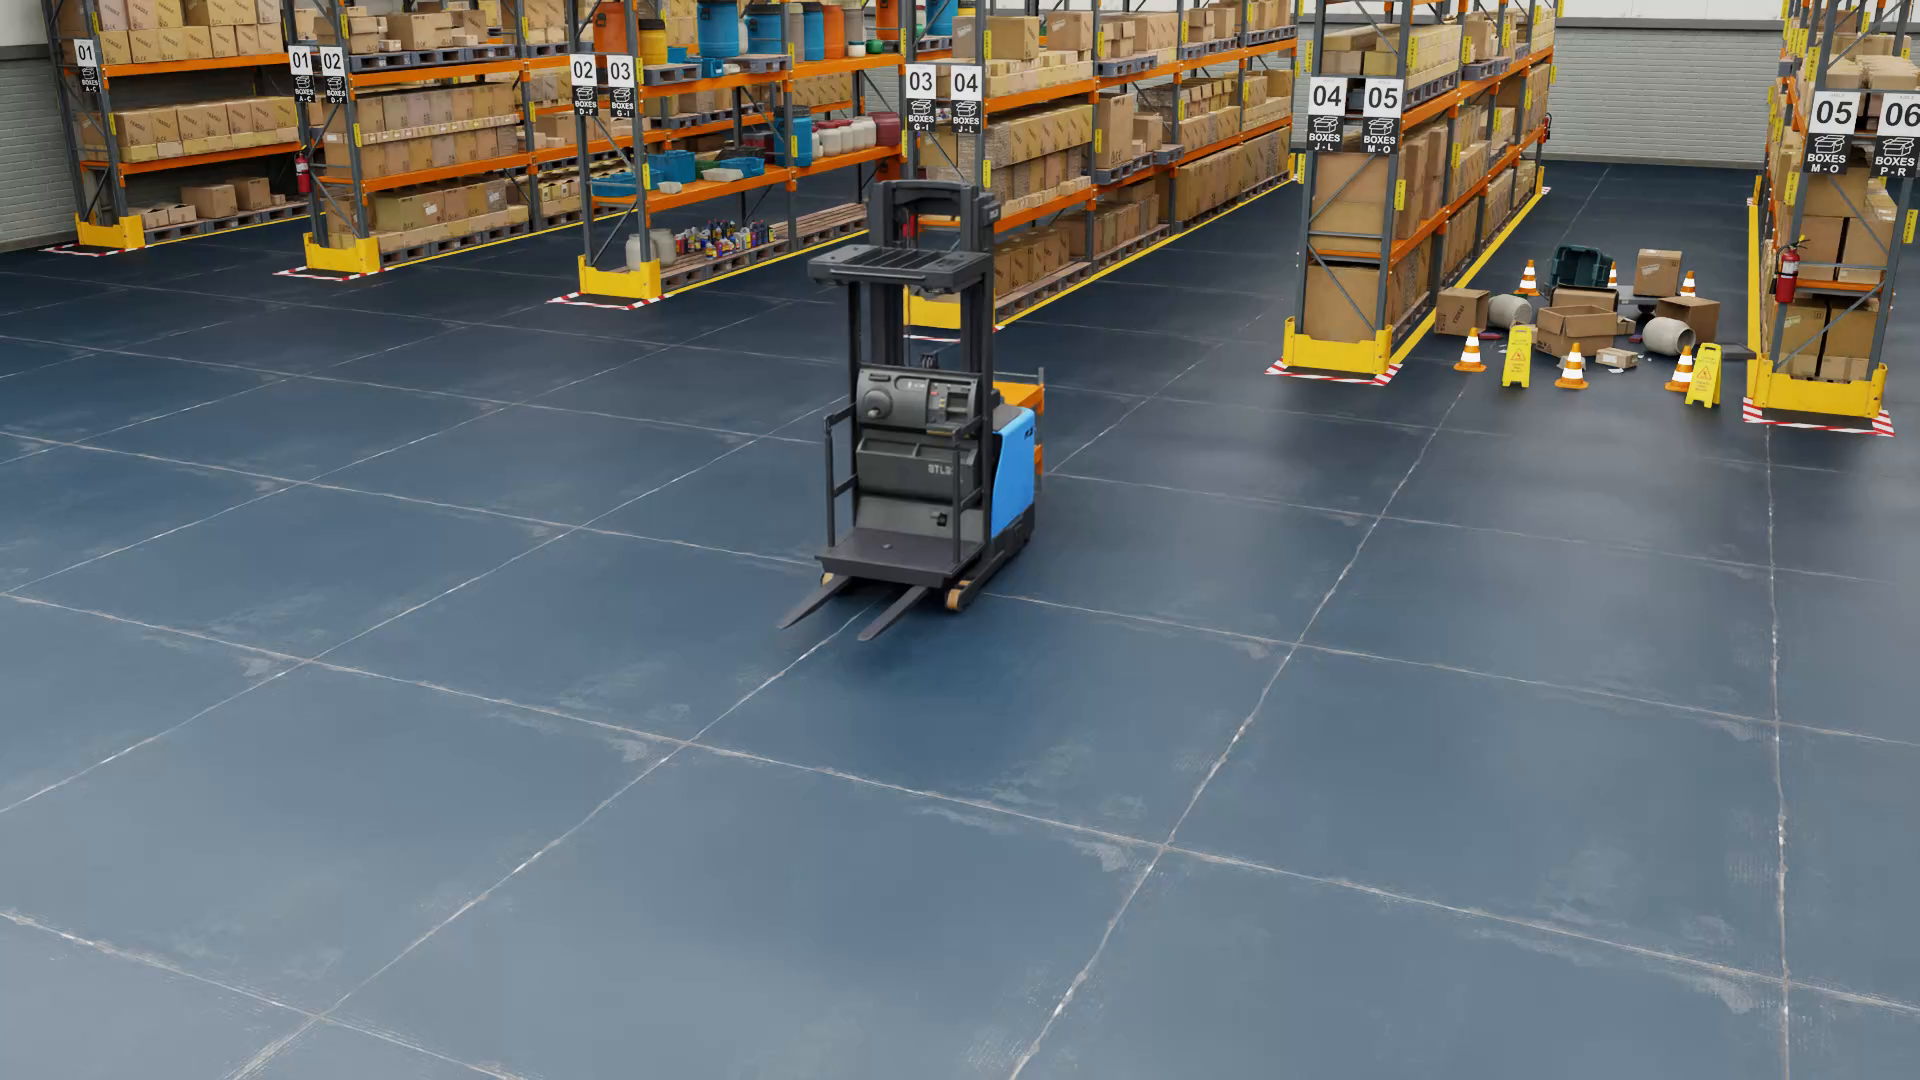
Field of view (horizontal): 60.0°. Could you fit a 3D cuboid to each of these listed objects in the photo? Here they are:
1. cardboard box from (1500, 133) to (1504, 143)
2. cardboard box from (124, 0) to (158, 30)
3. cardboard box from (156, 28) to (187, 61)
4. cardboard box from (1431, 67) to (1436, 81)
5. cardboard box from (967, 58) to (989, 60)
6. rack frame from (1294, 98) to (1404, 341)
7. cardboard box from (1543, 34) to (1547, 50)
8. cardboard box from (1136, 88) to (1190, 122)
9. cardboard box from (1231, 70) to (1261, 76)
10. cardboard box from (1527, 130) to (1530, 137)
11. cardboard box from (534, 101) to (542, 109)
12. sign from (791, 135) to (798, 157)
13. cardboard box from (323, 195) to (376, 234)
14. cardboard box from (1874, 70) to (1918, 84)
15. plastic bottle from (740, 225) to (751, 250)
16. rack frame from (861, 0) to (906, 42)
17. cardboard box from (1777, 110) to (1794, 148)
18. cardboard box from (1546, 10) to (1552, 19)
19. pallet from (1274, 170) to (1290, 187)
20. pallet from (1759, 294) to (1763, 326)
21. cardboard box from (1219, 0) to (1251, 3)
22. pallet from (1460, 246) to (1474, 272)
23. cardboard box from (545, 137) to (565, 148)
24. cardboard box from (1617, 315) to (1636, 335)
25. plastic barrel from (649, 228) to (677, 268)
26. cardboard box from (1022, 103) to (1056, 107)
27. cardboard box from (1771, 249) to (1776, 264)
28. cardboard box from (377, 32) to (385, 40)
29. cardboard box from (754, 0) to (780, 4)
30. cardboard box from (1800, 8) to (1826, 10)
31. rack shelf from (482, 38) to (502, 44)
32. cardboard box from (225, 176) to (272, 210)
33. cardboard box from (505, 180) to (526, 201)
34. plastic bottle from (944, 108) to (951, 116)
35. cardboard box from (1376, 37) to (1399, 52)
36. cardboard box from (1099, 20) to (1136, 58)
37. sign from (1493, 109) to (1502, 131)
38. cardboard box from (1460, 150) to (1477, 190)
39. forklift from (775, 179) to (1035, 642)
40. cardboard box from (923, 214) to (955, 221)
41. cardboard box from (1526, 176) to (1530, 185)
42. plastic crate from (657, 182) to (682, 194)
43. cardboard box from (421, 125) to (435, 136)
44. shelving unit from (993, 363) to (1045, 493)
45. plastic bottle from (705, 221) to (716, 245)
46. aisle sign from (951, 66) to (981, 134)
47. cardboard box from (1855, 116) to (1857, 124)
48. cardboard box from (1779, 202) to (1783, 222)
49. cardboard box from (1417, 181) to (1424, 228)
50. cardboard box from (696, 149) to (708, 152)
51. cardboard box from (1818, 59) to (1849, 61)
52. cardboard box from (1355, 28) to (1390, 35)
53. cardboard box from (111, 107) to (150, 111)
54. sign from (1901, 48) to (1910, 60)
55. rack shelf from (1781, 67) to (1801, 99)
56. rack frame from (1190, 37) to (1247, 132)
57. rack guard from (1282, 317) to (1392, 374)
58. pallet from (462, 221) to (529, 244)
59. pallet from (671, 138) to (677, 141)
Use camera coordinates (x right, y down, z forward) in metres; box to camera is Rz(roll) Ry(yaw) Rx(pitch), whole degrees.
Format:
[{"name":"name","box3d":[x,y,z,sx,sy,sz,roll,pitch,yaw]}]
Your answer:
[{"name":"cardboard box","box3d":[8.712,-6.610,27.325,0.380,0.149,0.250,10,22,25]},{"name":"cardboard box","box3d":[-13.100,-8.331,26.270,0.500,0.500,0.500,8,21,22]},{"name":"cardboard box","box3d":[-12.904,-8.016,26.876,0.500,0.500,0.500,10,22,25]},{"name":"cardboard box","box3d":[5.363,-5.473,19.505,0.380,0.149,0.250,9,21,23]},{"name":"cardboard box","box3d":[0.177,-6.079,21.238,0.380,0.149,0.250,9,21,23]},{"name":"rack frame","box3d":[4.310,-3.409,18.578,1.000,3.000,0.127,9,21,23]},{"name":"cardboard box","box3d":[10.300,-8.995,30.033,0.500,0.250,0.500,10,22,25]},{"name":"cardboard box","box3d":[3.417,-7.307,27.892,0.797,0.503,0.637,9,22,25]},{"name":"cardboard box","box3d":[5.731,-9.172,33.443,0.500,0.500,0.500,8,21,21]},{"name":"cardboard box","box3d":[10.134,-7.410,30.203,0.380,0.149,0.250,10,22,25]},{"name":"cardboard box","box3d":[-9.141,-9.269,35.400,0.380,0.149,0.250,9,21,23]},{"name":"sign","box3d":[-2.557,-6.074,25.659,0.100,0.325,0.005,9,21,23]},{"name":"cardboard box","box3d":[-9.261,-4.941,25.244,0.500,0.500,0.500,9,21,23]},{"name":"cardboard box","box3d":[9.446,-4.659,16.801,0.380,0.149,0.250,9,21,23]},{"name":"plastic bottle","box3d":[-3.266,-4.588,25.190,0.144,0.351,0.185,8,21,22]},{"name":"rack frame","box3d":[-1.416,-10.072,28.361,1.000,3.000,0.127,9,21,23]},{"name":"cardboard box","box3d":[12.117,-5.918,23.992,0.500,0.500,0.500,8,21,21]},{"name":"cardboard box","box3d":[10.690,-9.688,30.640,0.380,0.149,0.250,9,21,24]},{"name":"pallet","box3d":[6.122,-7.442,34.081,1.003,0.211,1.213,9,21,23]},{"name":"pallet","box3d":[10.823,-2.908,21.330,1.003,0.211,1.213,9,21,23]},{"name":"cardboard box","box3d":[5.132,-10.134,30.967,0.500,0.250,0.500,7,21,19]},{"name":"pallet","box3d":[7.195,-4.310,25.273,1.003,0.211,1.213,9,21,23]},{"name":"cardboard box","box3d":[-7.022,-6.828,28.567,0.380,0.149,0.250,9,21,23]},{"name":"cardboard box","box3d":[8.214,-2.741,20.779,0.258,0.266,0.396,-5,20,-15]},{"name":"plastic barrel","box3d":[-4.287,-4.191,23.862,0.421,0.512,0.421,0,20,0]},{"name":"cardboard box","box3d":[1.048,-5.899,23.494,0.500,0.500,0.500,9,21,23]},{"name":"cardboard box","box3d":[9.912,-3.371,19.862,0.380,0.149,0.250,9,21,23]},{"name":"cardboard box","box3d":[-8.979,-7.475,24.924,0.500,0.250,0.500,9,21,23]},{"name":"cardboard box","box3d":[-4.131,-11.235,34.464,0.700,0.500,0.500,9,21,23]},{"name":"cardboard box","box3d":[14.457,-8.761,28.226,0.500,0.500,0.500,9,21,24]},{"name":"rack shelf","box3d":[-9.635,-10.291,34.525,1.077,0.370,4.000,9,21,23]},{"name":"cardboard box","box3d":[-12.481,-6.089,29.187,0.500,0.500,0.500,7,21,19]},{"name":"cardboard box","box3d":[-7.667,-6.033,28.597,0.500,0.311,0.500,9,21,23]},{"name":"plastic bottle","box3d":[-0.235,-8.370,32.600,0.144,0.351,0.185,9,21,23]},{"name":"cardboard box","box3d":[4.737,-5.383,18.060,0.380,0.149,0.250,9,21,23]},{"name":"cardboard box","box3d":[2.132,-7.421,24.602,0.797,0.503,0.637,10,22,25]},{"name":"sign","box3d":[8.094,-6.325,25.049,0.100,0.325,0.005,9,21,23]},{"name":"cardboard box","box3d":[7.030,-5.265,23.647,0.500,0.500,0.500,9,21,24]},{"name":"forklift","box3d":[-0.391,-1.020,11.962,1.130,2.935,3.031,7,21,20]},{"name":"cardboard box","box3d":[-0.245,-4.117,20.945,0.380,0.149,0.250,9,21,23]},{"name":"cardboard box","box3d":[10.495,-6.775,31.227,0.380,0.149,0.250,9,21,24]},{"name":"plastic crate","box3d":[-4.032,-4.905,23.178,0.298,0.136,0.250,9,21,23]},{"name":"cardboard box","box3d":[-8.327,-6.318,25.640,0.380,0.149,0.250,8,21,22]},{"name":"shelving unit","box3d":[0.303,-0.816,14.085,0.538,1.125,1.048,7,21,20]},{"name":"plastic bottle","box3d":[-3.841,-4.734,25.602,0.144,0.351,0.185,8,21,20]},{"name":"aisle sign","box3d":[0.075,-5.285,19.974,0.394,0.787,0.004,9,21,23]},{"name":"cardboard box","box3d":[9.135,-4.428,17.343,0.380,0.149,0.250,9,21,23]},{"name":"cardboard box","box3d":[9.887,-3.918,19.415,0.500,0.500,0.500,8,21,22]},{"name":"cardboard box","box3d":[5.149,-4.092,20.275,0.875,0.550,0.500,9,21,23]},{"name":"cardboard box","box3d":[-5.343,-7.593,33.418,0.500,0.500,0.500,8,21,21]},{"name":"cardboard box","box3d":[9.695,-5.280,18.548,0.380,0.149,0.250,8,21,21]},{"name":"cardboard box","box3d":[4.969,-6.093,20.058,0.380,0.149,0.250,9,21,23]},{"name":"cardboard box","box3d":[-13.516,-6.777,27.124,0.500,0.500,0.500,9,21,23]},{"name":"sign","box3d":[11.004,-5.568,19.401,0.100,0.325,0.005,9,21,23]},{"name":"rack shelf","box3d":[12.963,-6.892,24.968,1.077,0.370,4.000,9,21,23]},{"name":"rack frame","box3d":[4.740,-7.789,30.893,1.000,3.000,0.127,9,21,23]},{"name":"rack guard","box3d":[4.300,-2.224,18.976,1.175,0.500,0.348,9,21,23]},{"name":"pallet","box3d":[-7.935,-5.152,27.642,1.003,0.211,1.213,9,21,23]},{"name":"pallet","box3d":[-7.435,-9.481,39.814,1.003,0.211,1.213,9,21,23]}]
